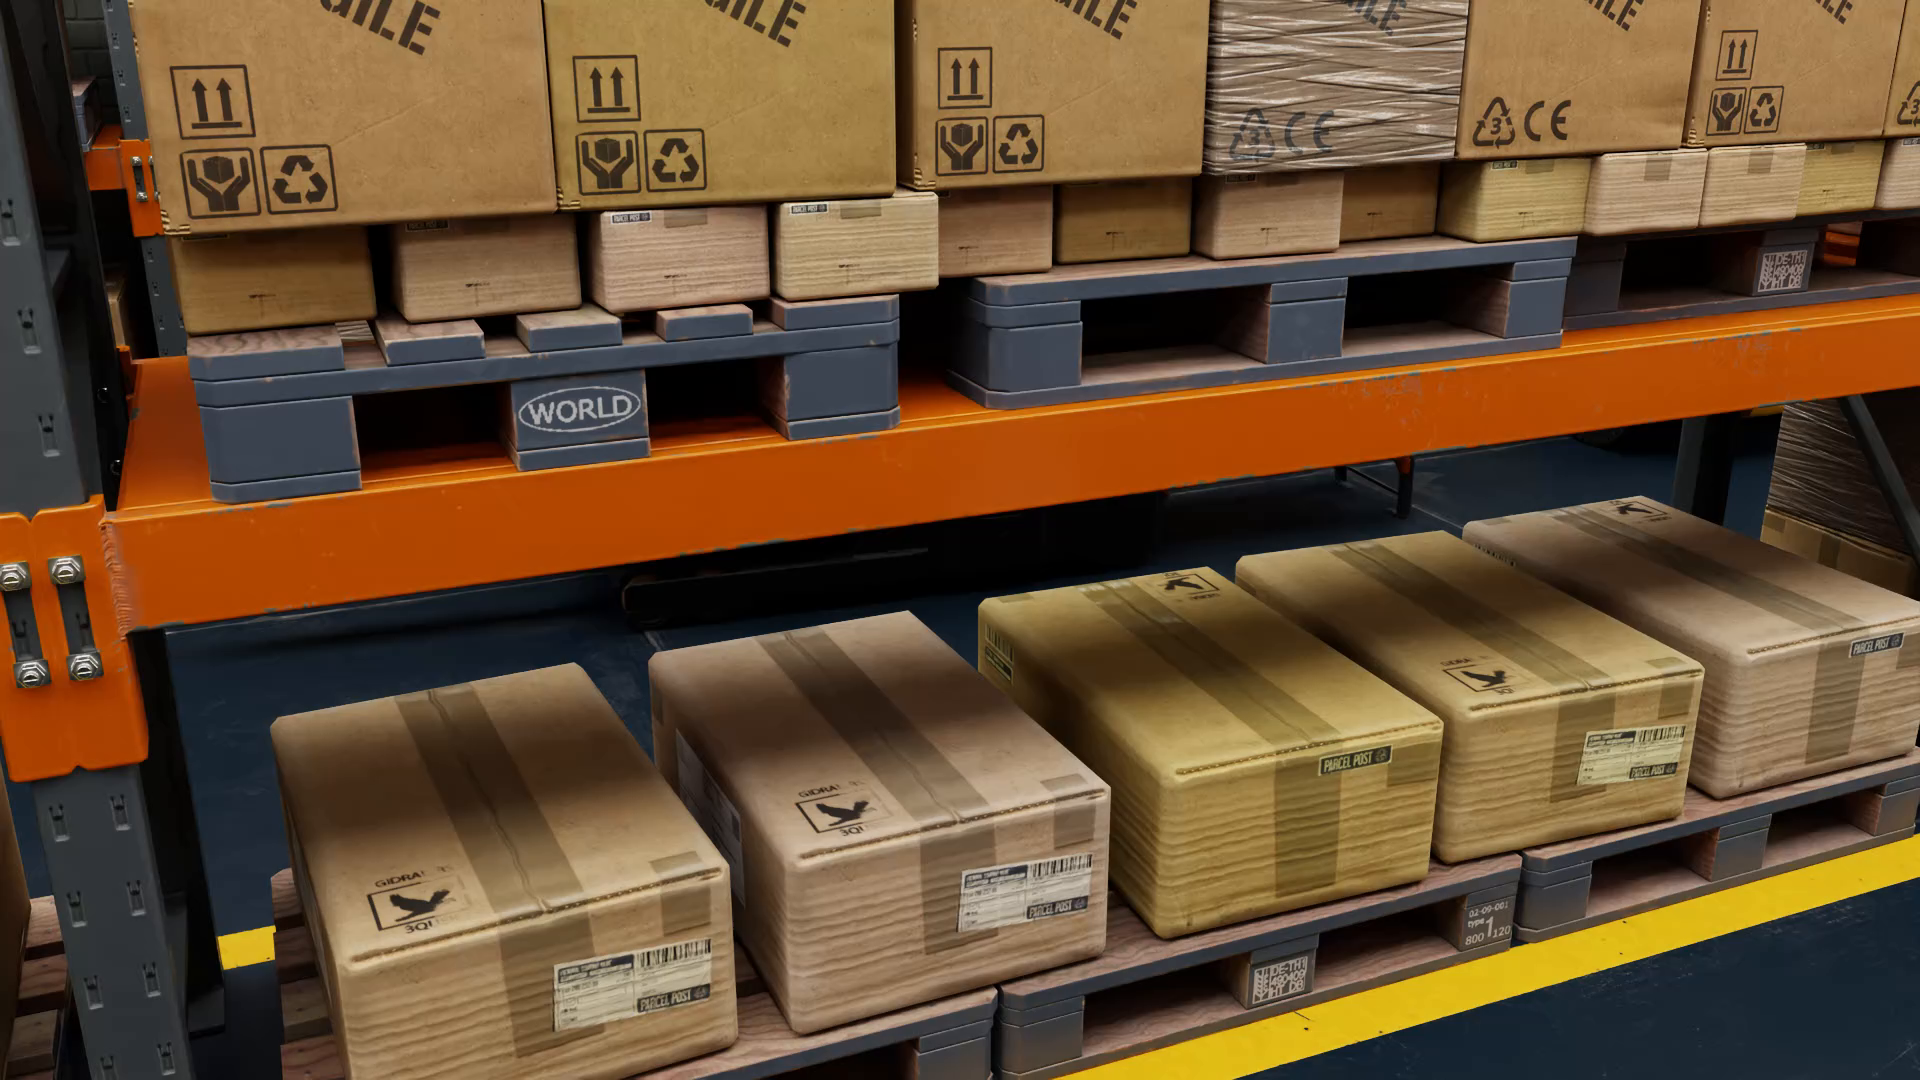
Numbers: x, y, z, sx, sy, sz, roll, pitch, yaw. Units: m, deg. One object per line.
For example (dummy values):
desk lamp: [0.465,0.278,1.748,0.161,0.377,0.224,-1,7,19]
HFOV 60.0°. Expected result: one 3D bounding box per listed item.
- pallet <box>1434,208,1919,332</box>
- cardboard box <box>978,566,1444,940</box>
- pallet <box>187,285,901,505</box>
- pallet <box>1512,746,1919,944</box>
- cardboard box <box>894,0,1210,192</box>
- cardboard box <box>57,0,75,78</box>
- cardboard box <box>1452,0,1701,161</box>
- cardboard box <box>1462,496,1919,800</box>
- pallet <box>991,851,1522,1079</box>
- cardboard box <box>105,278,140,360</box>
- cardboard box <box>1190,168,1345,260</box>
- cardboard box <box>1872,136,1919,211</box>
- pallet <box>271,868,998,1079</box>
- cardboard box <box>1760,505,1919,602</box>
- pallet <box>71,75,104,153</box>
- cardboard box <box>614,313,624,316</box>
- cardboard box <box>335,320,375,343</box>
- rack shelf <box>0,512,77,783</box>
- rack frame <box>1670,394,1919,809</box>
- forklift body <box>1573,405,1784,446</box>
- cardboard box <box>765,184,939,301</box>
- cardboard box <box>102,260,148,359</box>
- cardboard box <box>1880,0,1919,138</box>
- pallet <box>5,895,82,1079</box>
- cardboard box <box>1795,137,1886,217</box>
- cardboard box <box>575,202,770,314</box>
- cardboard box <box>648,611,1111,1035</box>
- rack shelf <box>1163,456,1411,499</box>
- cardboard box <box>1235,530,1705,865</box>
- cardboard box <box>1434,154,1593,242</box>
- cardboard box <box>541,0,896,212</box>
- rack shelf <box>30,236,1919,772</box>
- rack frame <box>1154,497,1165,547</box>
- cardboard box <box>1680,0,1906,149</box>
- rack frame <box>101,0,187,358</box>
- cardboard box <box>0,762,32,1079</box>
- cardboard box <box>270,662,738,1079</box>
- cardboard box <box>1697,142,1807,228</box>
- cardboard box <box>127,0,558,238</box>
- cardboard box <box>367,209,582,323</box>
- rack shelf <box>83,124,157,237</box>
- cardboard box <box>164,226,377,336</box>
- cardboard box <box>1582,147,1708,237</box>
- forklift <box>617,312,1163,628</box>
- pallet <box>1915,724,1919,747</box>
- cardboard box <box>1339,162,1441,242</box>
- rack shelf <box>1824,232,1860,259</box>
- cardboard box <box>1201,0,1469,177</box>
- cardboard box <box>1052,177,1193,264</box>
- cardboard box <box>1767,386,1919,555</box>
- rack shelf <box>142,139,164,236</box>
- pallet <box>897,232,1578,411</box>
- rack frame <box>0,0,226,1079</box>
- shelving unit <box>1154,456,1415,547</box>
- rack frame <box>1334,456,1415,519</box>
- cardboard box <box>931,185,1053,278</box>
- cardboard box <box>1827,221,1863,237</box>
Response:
pallet: [1.518,-0.734,3.880,1.213,0.211,1.003,-8,21,-22]
cardboard box: [0.501,0.418,3.644,0.625,0.372,0.950,-7,21,-20]
pallet: [-0.783,-0.391,2.904,1.003,0.211,1.213,-8,21,-22]
pallet: [1.563,0.537,4.179,1.213,0.211,1.003,-8,21,-22]
cardboard box: [0.070,-0.872,2.750,0.500,0.500,0.500,-8,21,-21]
cardboard box: [-3.899,-2.093,6.668,0.500,0.500,0.500,-7,21,-19]
cardboard box: [1.013,-1.004,3.127,0.500,0.500,0.500,-7,21,-20]
cardboard box: [1.797,0.230,4.176,0.625,0.372,0.950,-8,21,-21]
pallet: [0.442,0.699,3.719,1.213,0.211,1.003,-8,21,-22]
cardboard box: [-3.668,-0.766,6.812,0.500,0.500,0.500,-8,21,-20]
cardboard box: [0.480,-0.618,3.008,0.250,0.149,0.380,-7,21,-20]
cardboard box: [1.915,-0.809,3.549,0.250,0.149,0.380,-8,21,-21]
pallet: [-0.677,0.858,3.267,1.213,0.211,1.003,-8,21,-22]
cardboard box: [2.714,0.058,4.849,0.500,0.250,0.500,-7,21,-19]
pallet: [-3.959,-1.667,6.529,1.003,0.211,1.213,-8,21,-22]
cardboard box: [-1.572,-1.201,7.860,0.625,0.625,0.875,-9,21,-24]
cardboard box: [-2.787,-1.024,7.357,0.625,0.625,0.875,-7,21,-20]
rack shelf: [-3.232,0.248,1.886,4.000,0.370,1.077,-8,21,-22]
rack frame: [2.278,-0.881,4.008,0.127,3.000,1.000,-8,21,-22]
forklift body: [2.962,-1.714,7.652,1.214,2.155,2.313,-8,21,-22]
cardboard box: [-0.220,-0.499,2.670,0.250,0.149,0.380,-8,21,-22]
cardboard box: [-3.863,-0.917,7.242,0.500,0.500,0.500,-7,21,-20]
cardboard box: [1.944,-1.136,3.501,0.500,0.500,0.500,-9,21,-23]
pallet: [-2.149,1.041,2.747,1.213,0.211,1.003,-8,21,-22]
cardboard box: [1.665,-0.779,3.465,0.250,0.149,0.380,-9,21,-24]
cardboard box: [-0.481,-0.469,2.585,0.250,0.149,0.380,-10,22,-25]
cardboard box: [-0.198,0.516,3.365,0.625,0.372,0.950,-9,21,-23]
rack shelf: [1.116,-0.407,6.221,1.000,0.278,0.538,-6,20,-17]
cardboard box: [1.138,0.326,3.905,0.625,0.372,0.950,-7,21,-19]
cardboard box: [0.972,-0.679,3.180,0.250,0.149,0.380,-8,21,-22]
cardboard box: [-0.415,-0.800,2.546,0.500,0.500,0.500,-7,21,-19]
rack shelf: [0.441,-0.279,3.380,4.000,0.370,1.077,-8,21,-22]
rack frame: [0.634,-0.585,5.989,0.032,1.125,0.500,-6,20,-17]
cardboard box: [1.490,-1.070,3.314,0.500,0.500,0.500,-8,21,-22]
rack frame: [-3.365,-1.868,6.811,0.127,3.000,1.000,-8,21,-22]
cardboard box: [-2.062,0.515,2.610,0.875,0.875,0.875,-8,21,-22]
cardboard box: [-0.872,0.615,3.083,0.625,0.372,0.950,-10,22,-26]
cardboard box: [1.443,-0.735,3.338,0.250,0.149,0.380,-9,21,-23]
cardboard box: [-0.890,-0.729,2.345,0.500,0.500,0.500,-9,21,-23]
cardboard box: [-0.750,-0.447,2.522,0.250,0.149,0.380,-10,22,-25]
rack shelf: [-5.201,-1.266,6.183,4.000,0.370,1.077,-8,21,-22]
cardboard box: [-1.023,-0.421,2.446,0.250,0.149,0.380,-9,22,-25]
cardboard box: [1.210,-0.700,3.240,0.250,0.149,0.380,-8,21,-21]
forklift: [-0.874,-1.303,5.308,3.031,2.935,1.130,-6,20,-17]
pallet: [2.880,0.335,4.753,1.213,0.211,1.003,-8,21,-22]
cardboard box: [0.690,-0.676,3.170,0.250,0.149,0.380,-9,21,-24]
rack shelf: [4.114,-0.805,4.875,4.000,0.370,1.077,-8,21,-22]
cardboard box: [0.533,-0.935,2.930,0.500,0.500,0.500,-9,21,-24]
cardboard box: [0.214,-0.604,2.967,0.250,0.149,0.380,-7,21,-20]
cardboard box: [2.715,-0.296,4.724,0.500,0.500,0.500,-8,21,-23]
rack shelf: [-1.528,-1.792,7.678,4.000,0.370,1.077,-8,21,-22]
pallet: [0.406,-0.537,3.320,1.213,0.211,1.003,-8,21,-22]
rack frame: [-1.395,-0.355,2.513,0.127,3.000,1.000,-8,21,-22]
shelving unit: [1.116,-0.638,6.140,1.048,1.125,0.538,-6,20,-17]
rack frame: [1.599,-0.691,6.291,0.032,1.125,0.500,-6,20,-17]
cardboard box: [-0.030,-0.555,2.827,0.250,0.149,0.380,-7,21,-19]
cardboard box: [2.452,-0.898,4.434,0.250,0.149,0.380,-8,21,-22]
